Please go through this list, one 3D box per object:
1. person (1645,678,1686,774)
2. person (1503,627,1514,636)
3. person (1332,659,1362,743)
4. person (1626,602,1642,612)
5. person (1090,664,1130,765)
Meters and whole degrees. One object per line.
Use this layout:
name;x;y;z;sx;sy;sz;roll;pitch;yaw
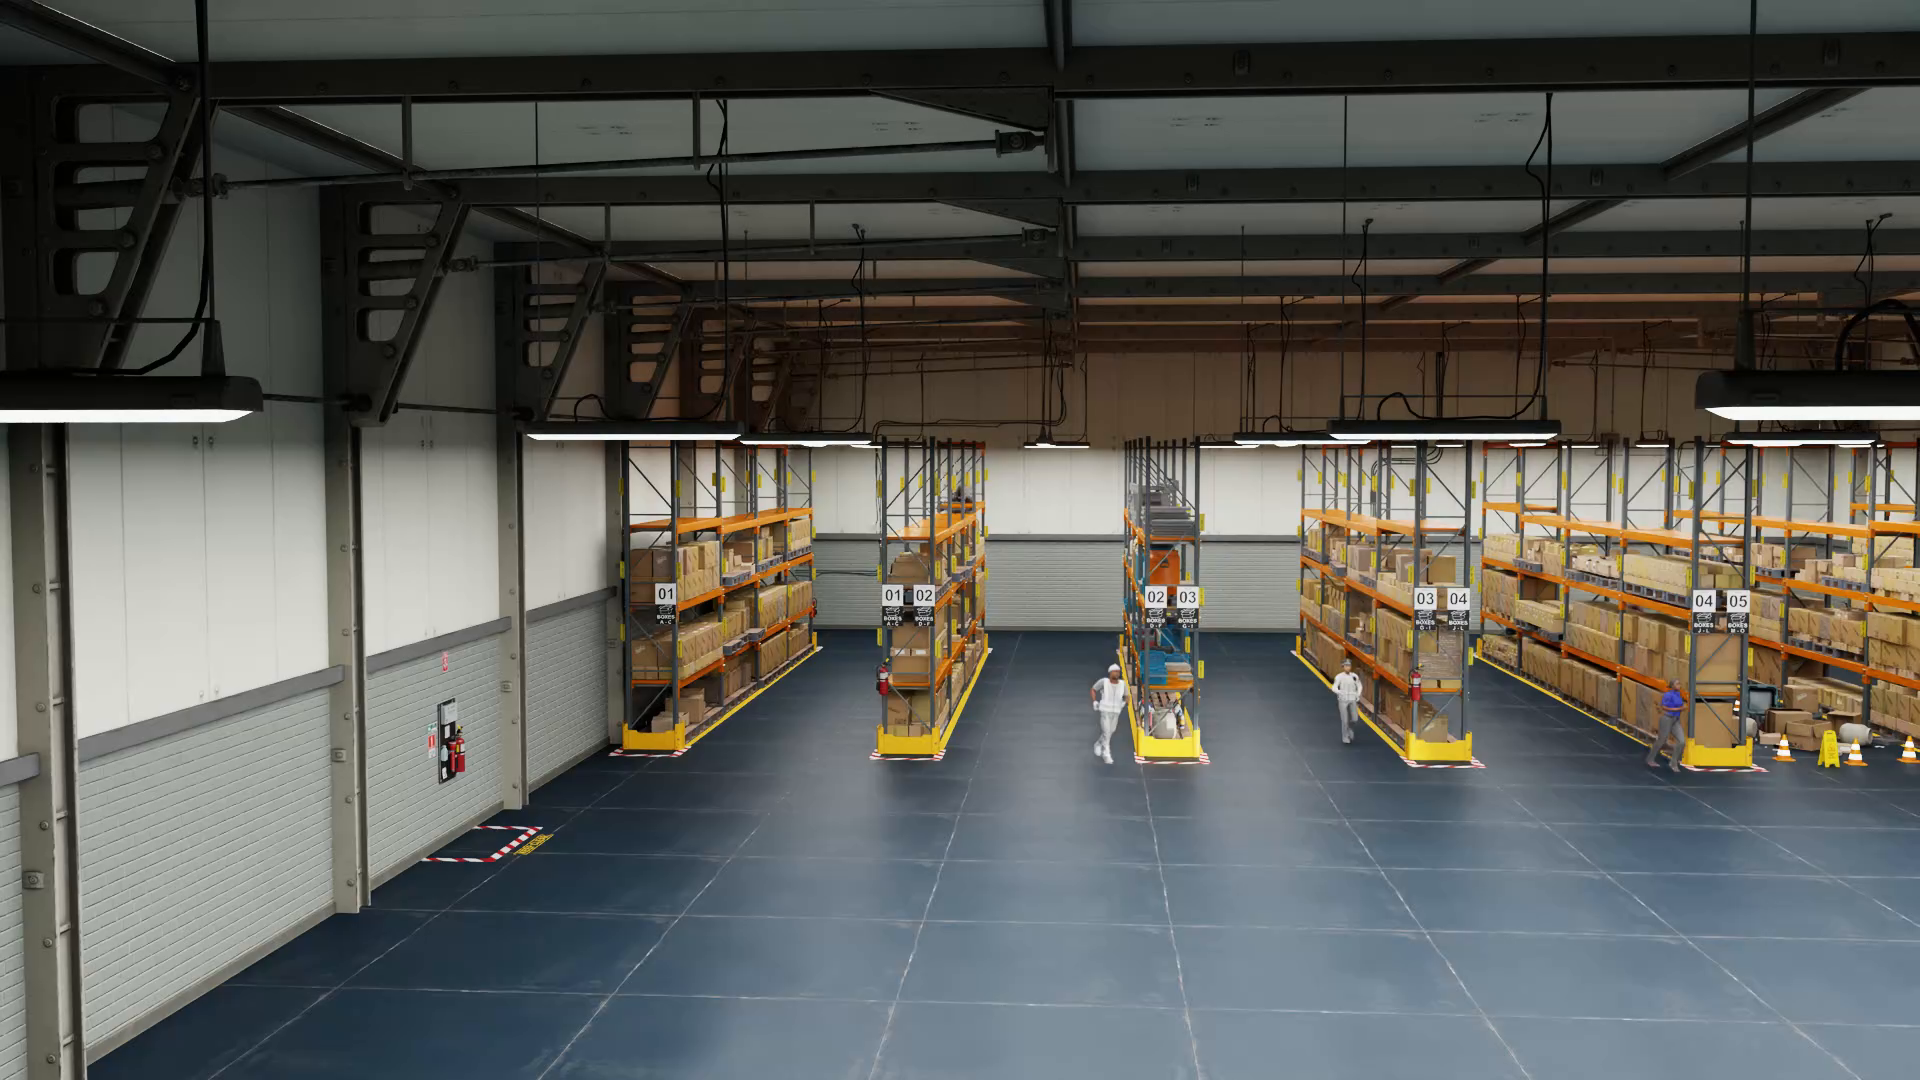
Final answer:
person;12.716;3.327;29.779;0.560;1.703;0.733;-2;3;-29
person;15.774;2.401;47.506;0.565;1.557;0.553;0;3;8
person;7.598;3.148;32.513;0.605;1.654;0.530;0;3;2
person;19.155;2.334;47.390;0.809;1.746;0.746;0;3;2
person;2.798;3.191;30.795;0.707;1.780;0.860;-1;3;-19
